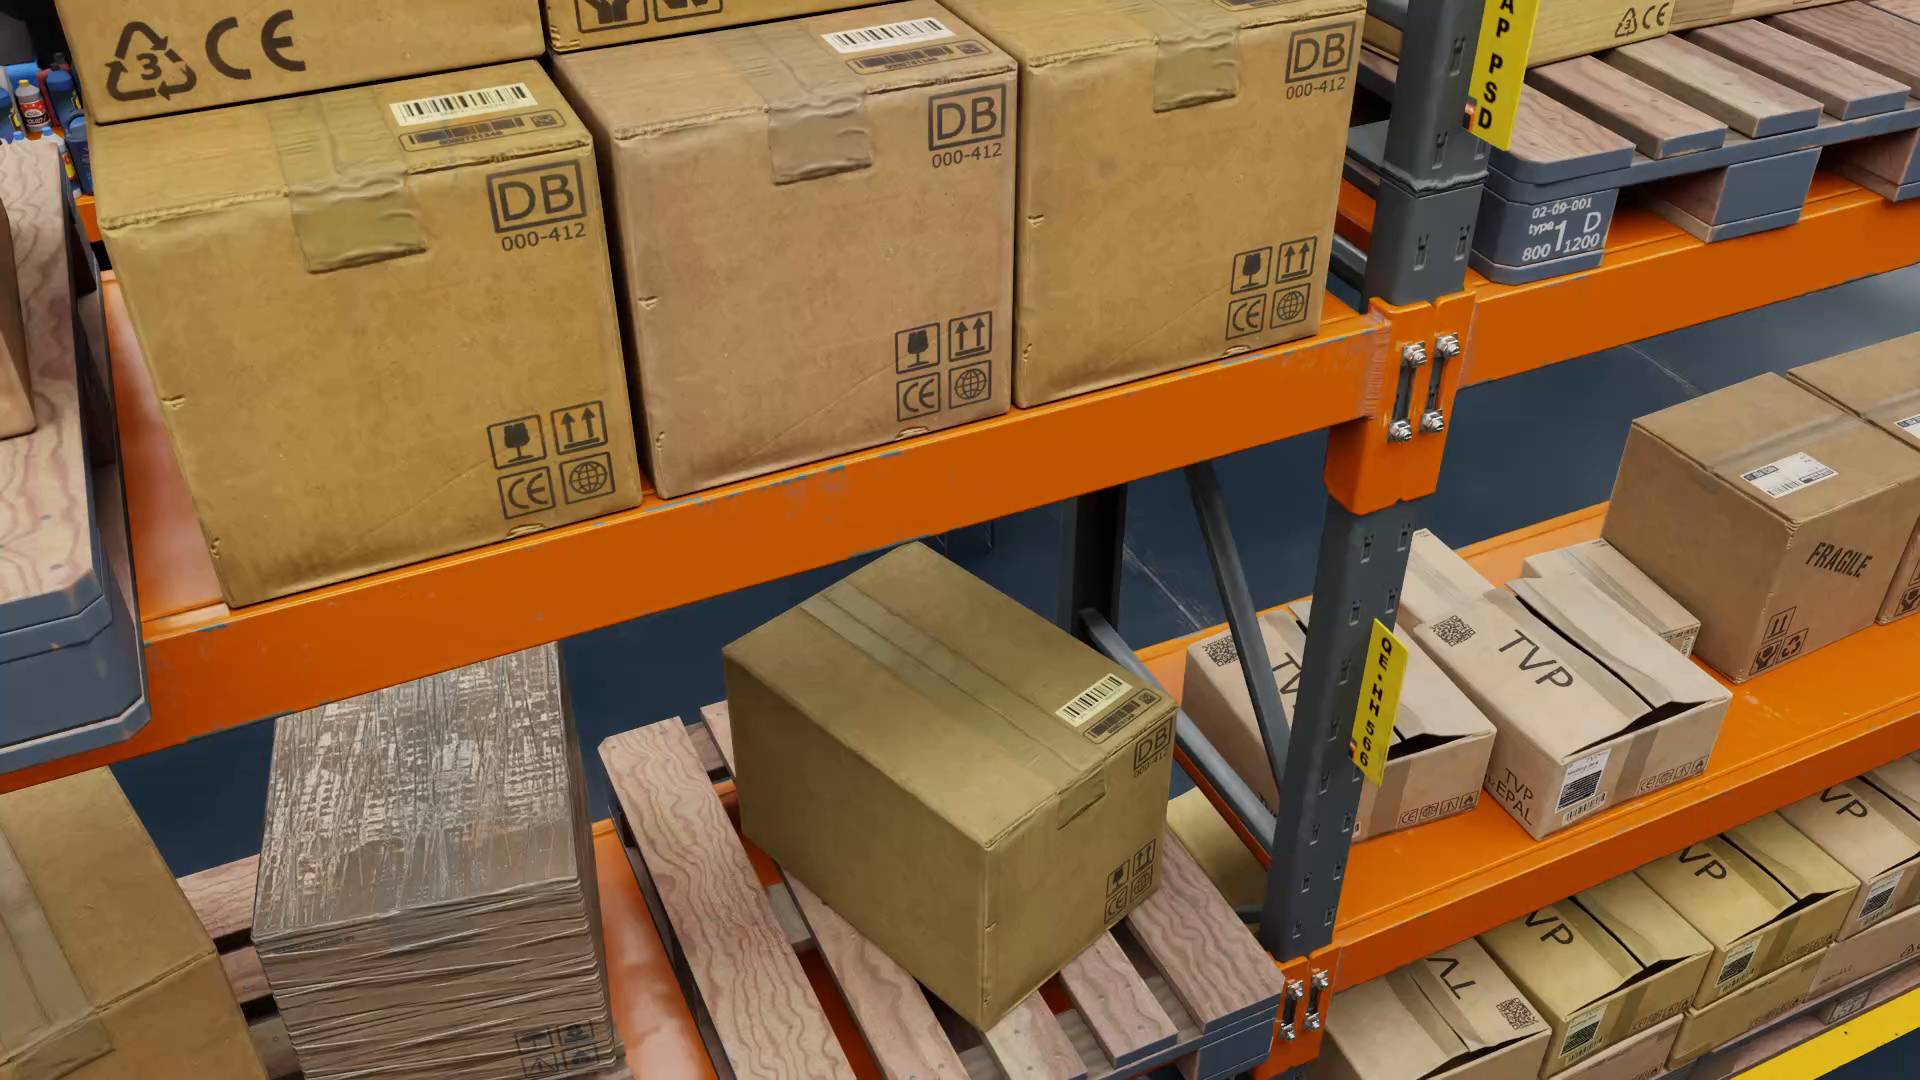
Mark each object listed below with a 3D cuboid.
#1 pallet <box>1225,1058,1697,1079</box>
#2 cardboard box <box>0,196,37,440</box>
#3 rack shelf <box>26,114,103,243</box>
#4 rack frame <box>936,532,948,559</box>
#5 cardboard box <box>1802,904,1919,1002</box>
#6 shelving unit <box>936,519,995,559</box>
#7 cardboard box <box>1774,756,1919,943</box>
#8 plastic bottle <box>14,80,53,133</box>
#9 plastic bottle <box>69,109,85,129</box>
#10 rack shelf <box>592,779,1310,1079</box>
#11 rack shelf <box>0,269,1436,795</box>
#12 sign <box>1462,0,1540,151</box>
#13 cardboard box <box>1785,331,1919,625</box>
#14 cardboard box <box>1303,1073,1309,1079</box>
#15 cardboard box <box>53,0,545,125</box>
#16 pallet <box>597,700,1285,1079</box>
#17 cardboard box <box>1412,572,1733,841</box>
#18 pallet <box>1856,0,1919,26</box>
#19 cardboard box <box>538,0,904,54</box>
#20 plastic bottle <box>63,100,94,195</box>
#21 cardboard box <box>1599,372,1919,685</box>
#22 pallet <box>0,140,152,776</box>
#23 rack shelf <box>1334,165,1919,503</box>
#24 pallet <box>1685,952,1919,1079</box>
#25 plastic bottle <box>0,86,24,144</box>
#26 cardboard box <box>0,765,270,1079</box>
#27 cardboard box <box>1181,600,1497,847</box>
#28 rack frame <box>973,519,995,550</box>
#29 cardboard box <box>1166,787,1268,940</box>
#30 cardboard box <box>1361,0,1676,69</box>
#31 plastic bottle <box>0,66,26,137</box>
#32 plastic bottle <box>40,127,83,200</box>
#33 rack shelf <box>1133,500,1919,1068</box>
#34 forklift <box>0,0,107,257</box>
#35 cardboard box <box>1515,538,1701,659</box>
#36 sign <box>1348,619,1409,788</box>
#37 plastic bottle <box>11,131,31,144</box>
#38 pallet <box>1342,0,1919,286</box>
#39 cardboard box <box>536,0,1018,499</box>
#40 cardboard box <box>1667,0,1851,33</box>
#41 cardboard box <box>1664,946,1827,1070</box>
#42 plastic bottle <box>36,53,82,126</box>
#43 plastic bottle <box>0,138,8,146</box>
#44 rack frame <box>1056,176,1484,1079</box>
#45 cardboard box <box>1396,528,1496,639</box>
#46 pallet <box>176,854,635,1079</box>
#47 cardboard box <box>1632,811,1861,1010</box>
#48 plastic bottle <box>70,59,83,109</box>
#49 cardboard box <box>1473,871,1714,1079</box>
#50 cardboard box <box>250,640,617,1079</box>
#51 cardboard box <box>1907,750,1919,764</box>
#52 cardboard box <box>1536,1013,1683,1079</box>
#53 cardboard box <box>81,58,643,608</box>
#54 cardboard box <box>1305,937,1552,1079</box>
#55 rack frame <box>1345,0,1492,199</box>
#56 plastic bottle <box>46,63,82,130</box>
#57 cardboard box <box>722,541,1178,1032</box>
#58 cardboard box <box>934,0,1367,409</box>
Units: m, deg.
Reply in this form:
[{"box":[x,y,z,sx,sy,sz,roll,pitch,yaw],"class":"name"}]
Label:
[{"box":[1.257,1.365,4.732,1.213,0.211,1.003,-16,39,-20],"class":"pallet"},{"box":[-1.432,-0.435,1.781,0.600,0.600,0.600,-17,40,-22],"class":"cardboard box"},{"box":[-3.416,-1.444,6.783,4.000,0.370,1.077,-16,39,-20],"class":"rack shelf"},{"box":[-0.099,-0.334,6.444,0.006,0.900,0.240,-16,39,-20],"class":"rack frame"},{"box":[2.482,1.002,4.836,0.500,0.250,0.500,-15,39,-19],"class":"cardboard box"},{"box":[-0.007,-0.359,6.479,0.210,0.900,0.258,-16,39,-20],"class":"shelving unit"},{"box":[2.494,0.773,4.674,0.500,0.311,0.500,-16,39,-21],"class":"cardboard box"},{"box":[-3.795,-1.778,6.796,0.097,0.201,0.097,0,37,0],"class":"plastic bottle"},{"box":[-3.366,-1.522,6.392,0.097,0.271,0.097,0,37,0],"class":"plastic bottle"},{"box":[-1.315,1.228,3.180,4.000,0.370,1.077,-16,39,-20],"class":"rack shelf"},{"box":[-1.315,0.023,2.287,4.000,0.370,1.077,-16,39,-20],"class":"rack shelf"},{"box":[0.724,-0.686,2.206,0.005,0.325,0.100,-16,39,-20],"class":"sign"},{"box":[2.484,-0.174,4.383,0.500,0.500,0.500,-16,39,-20],"class":"cardboard box"},{"box":[1.095,1.394,4.308,0.500,0.250,0.500,-16,39,-20],"class":"cardboard box"},{"box":[-0.825,-0.848,1.935,0.500,0.500,0.500,-16,39,-20],"class":"cardboard box"},{"box":[-0.088,0.719,3.423,1.003,0.211,1.213,-16,39,-20],"class":"pallet"},{"box":[1.388,0.347,3.839,0.500,0.311,0.500,-16,39,-20],"class":"cardboard box"},{"box":[2.083,-1.201,3.492,1.213,0.211,1.003,-14,39,-18],"class":"pallet"},{"box":[-0.364,-0.978,2.109,0.500,0.500,0.500,-16,39,-20],"class":"cardboard box"},{"box":[-3.275,-1.499,6.295,0.185,0.351,0.144,-16,39,-20],"class":"plastic bottle"},{"box":[2.008,-0.041,4.203,0.500,0.500,0.500,-18,40,-22],"class":"cardboard box"},{"box":[-1.568,-0.075,1.974,1.003,0.211,1.213,-16,39,-20],"class":"pallet"},{"box":[2.306,-0.989,3.652,4.000,0.370,1.077,-16,39,-20],"class":"rack shelf"},{"box":[2.360,1.059,5.145,1.213,0.211,1.003,-16,39,-20],"class":"pallet"},{"box":[-3.818,-1.700,6.632,0.097,0.271,0.097,0,37,0],"class":"plastic bottle"},{"box":[-1.552,0.756,2.776,0.500,0.500,0.700,-26,44,-31],"class":"cardboard box"},{"box":[0.844,0.400,3.767,0.500,0.311,0.500,-13,39,-17],"class":"cardboard box"},{"box":[0.085,-0.385,6.514,0.006,0.900,0.240,-16,39,-20],"class":"rack frame"},{"box":[0.865,0.878,4.533,0.500,0.311,0.500,-15,39,-19],"class":"cardboard box"},{"box":[0.882,-1.026,2.870,0.500,0.250,0.500,-19,40,-23],"class":"cardboard box"},{"box":[-3.888,-1.764,6.715,0.135,0.276,0.152,-16,39,-20],"class":"plastic bottle"},{"box":[-3.393,-1.419,6.254,0.097,0.271,0.097,0,37,0],"class":"plastic bottle"},{"box":[2.306,0.216,4.545,4.000,0.370,1.077,-16,39,-20],"class":"rack shelf"},{"box":[-4.044,-3.067,8.425,3.031,2.935,1.130,-16,39,-20],"class":"forklift"},{"box":[1.626,0.181,4.199,0.250,0.149,0.380,-13,38,-17],"class":"cardboard box"},{"box":[0.735,0.290,2.936,0.005,0.325,0.100,-16,39,-20],"class":"sign"},{"box":[-3.481,-1.395,6.220,0.097,0.271,0.097,0,37,0],"class":"plastic bottle"},{"box":[1.072,-0.916,3.108,1.003,0.211,1.213,-14,39,-18],"class":"pallet"},{"box":[-0.347,-0.554,2.378,0.500,0.500,0.910,-16,39,-20],"class":"cardboard box"},{"box":[1.349,-1.168,3.062,0.500,0.250,0.500,-15,39,-19],"class":"cardboard box"},{"box":[2.017,1.132,4.662,0.500,0.250,0.500,-17,40,-21],"class":"cardboard box"},{"box":[-3.698,-1.850,6.824,0.133,0.283,0.061,-16,39,-20],"class":"plastic bottle"},{"box":[-3.597,-1.382,6.199,0.135,0.276,0.152,-16,39,-20],"class":"plastic bottle"},{"box":[0.496,0.433,3.649,0.127,3.000,1.000,-16,39,-20],"class":"rack frame"},{"box":[1.192,0.157,4.231,0.250,0.149,0.380,-16,39,-20],"class":"cardboard box"},{"box":[-1.263,1.005,3.039,1.213,0.211,1.003,-16,39,-20],"class":"pallet"},{"box":[2.029,0.904,4.498,0.500,0.311,0.500,-17,40,-21],"class":"cardboard box"},{"box":[-3.536,-1.895,6.828,0.185,0.351,0.144,-16,39,-20],"class":"plastic bottle"},{"box":[1.567,1.032,4.326,0.500,0.311,0.500,-17,40,-21],"class":"cardboard box"},{"box":[-0.936,0.573,3.023,0.500,0.500,0.700,-9,37,-11],"class":"cardboard box"},{"box":[2.951,0.648,4.843,0.500,0.311,0.500,-16,39,-20],"class":"cardboard box"},{"box":[1.549,1.267,4.480,0.500,0.250,0.500,-17,40,-21],"class":"cardboard box"},{"box":[-0.817,-0.423,2.200,0.500,0.500,0.910,-16,39,-20],"class":"cardboard box"},{"box":[1.095,1.169,4.141,0.500,0.311,0.500,-14,39,-18],"class":"cardboard box"},{"box":[0.496,-1.977,1.861,0.127,3.000,1.000,-16,39,-20],"class":"rack frame"},{"box":[-3.648,-1.807,6.777,0.097,0.271,0.097,0,37,0],"class":"plastic bottle"},{"box":[-0.027,0.444,3.197,0.500,0.500,0.700,-30,46,-34],"class":"cardboard box"},{"box":[0.115,-0.683,2.552,0.500,0.500,0.910,-16,39,-20],"class":"cardboard box"}]
